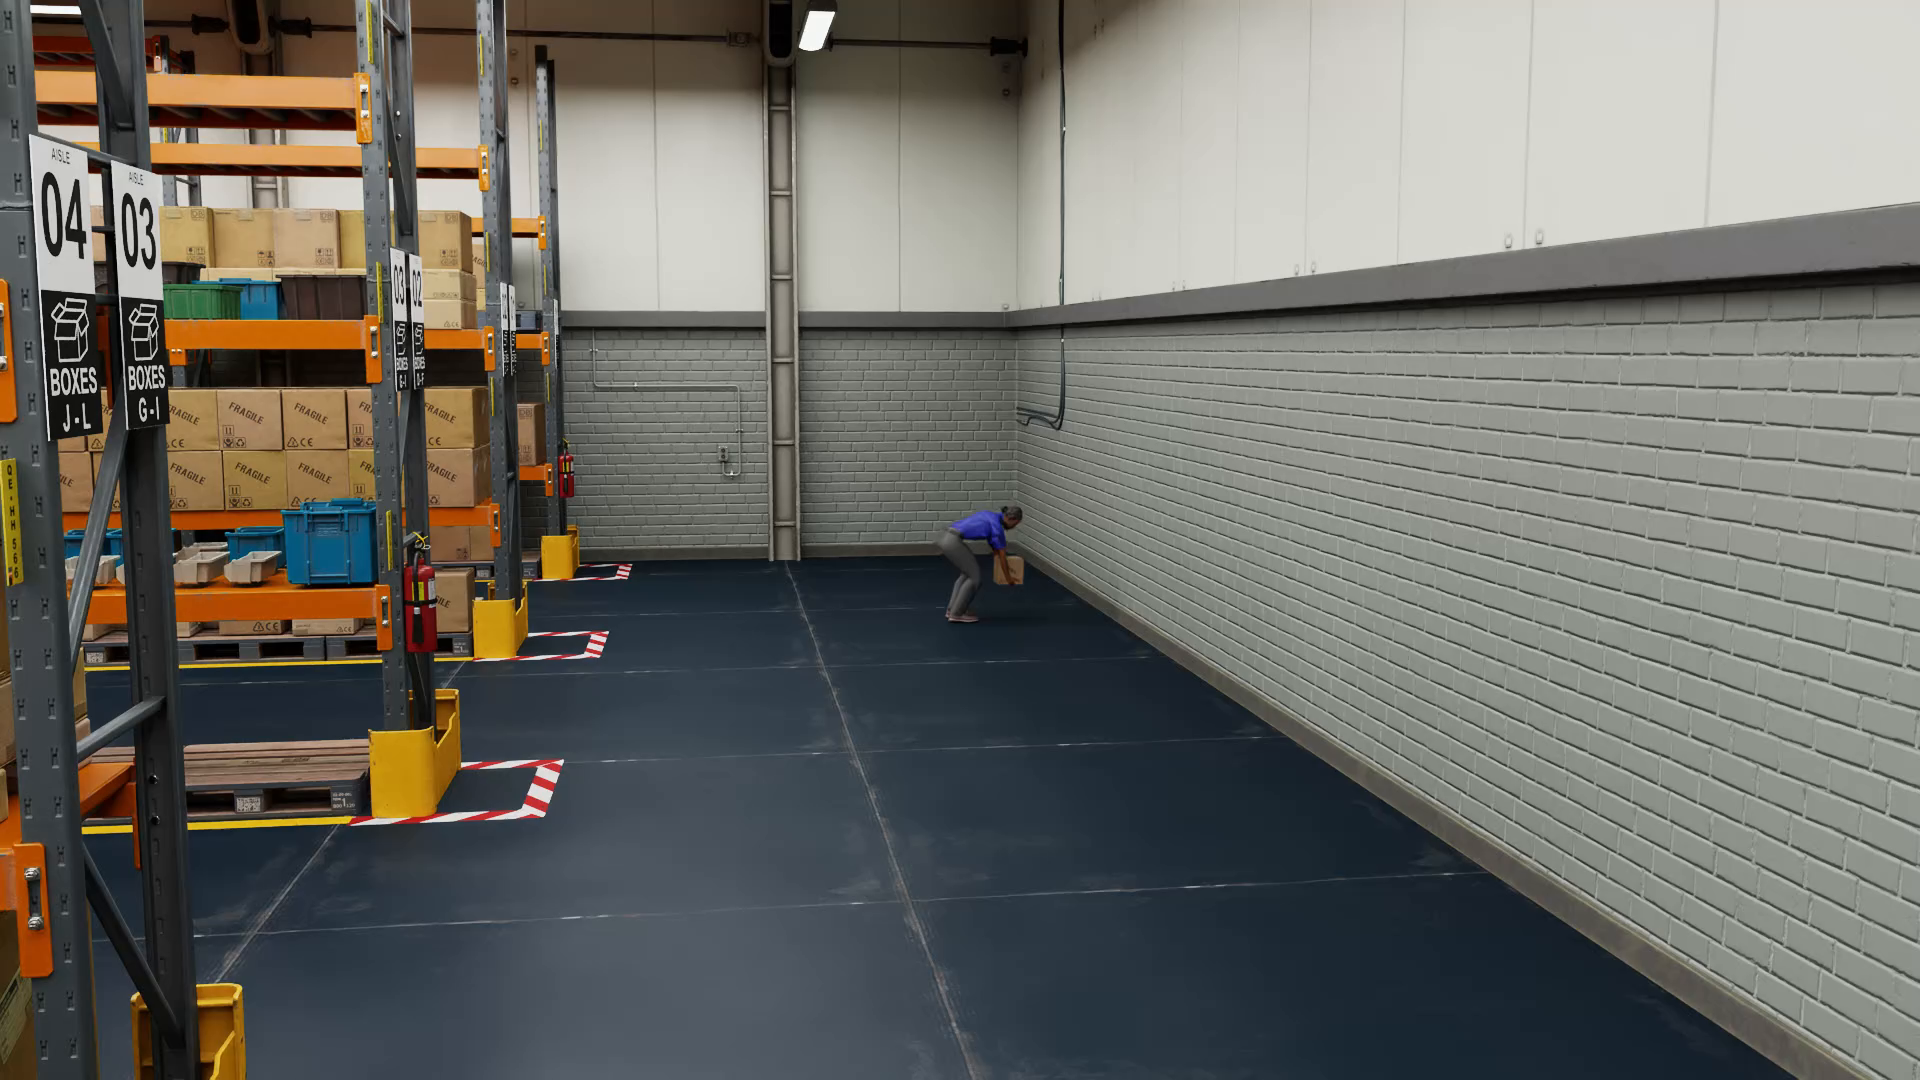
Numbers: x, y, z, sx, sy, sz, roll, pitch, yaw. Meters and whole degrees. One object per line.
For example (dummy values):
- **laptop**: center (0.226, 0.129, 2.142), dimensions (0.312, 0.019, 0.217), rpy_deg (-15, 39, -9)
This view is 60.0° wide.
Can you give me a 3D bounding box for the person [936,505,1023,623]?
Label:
- **person**: center (0.198, 0.228, 16.240), dimensions (0.847, 1.123, 0.446), rpy_deg (-1, 7, -11)
